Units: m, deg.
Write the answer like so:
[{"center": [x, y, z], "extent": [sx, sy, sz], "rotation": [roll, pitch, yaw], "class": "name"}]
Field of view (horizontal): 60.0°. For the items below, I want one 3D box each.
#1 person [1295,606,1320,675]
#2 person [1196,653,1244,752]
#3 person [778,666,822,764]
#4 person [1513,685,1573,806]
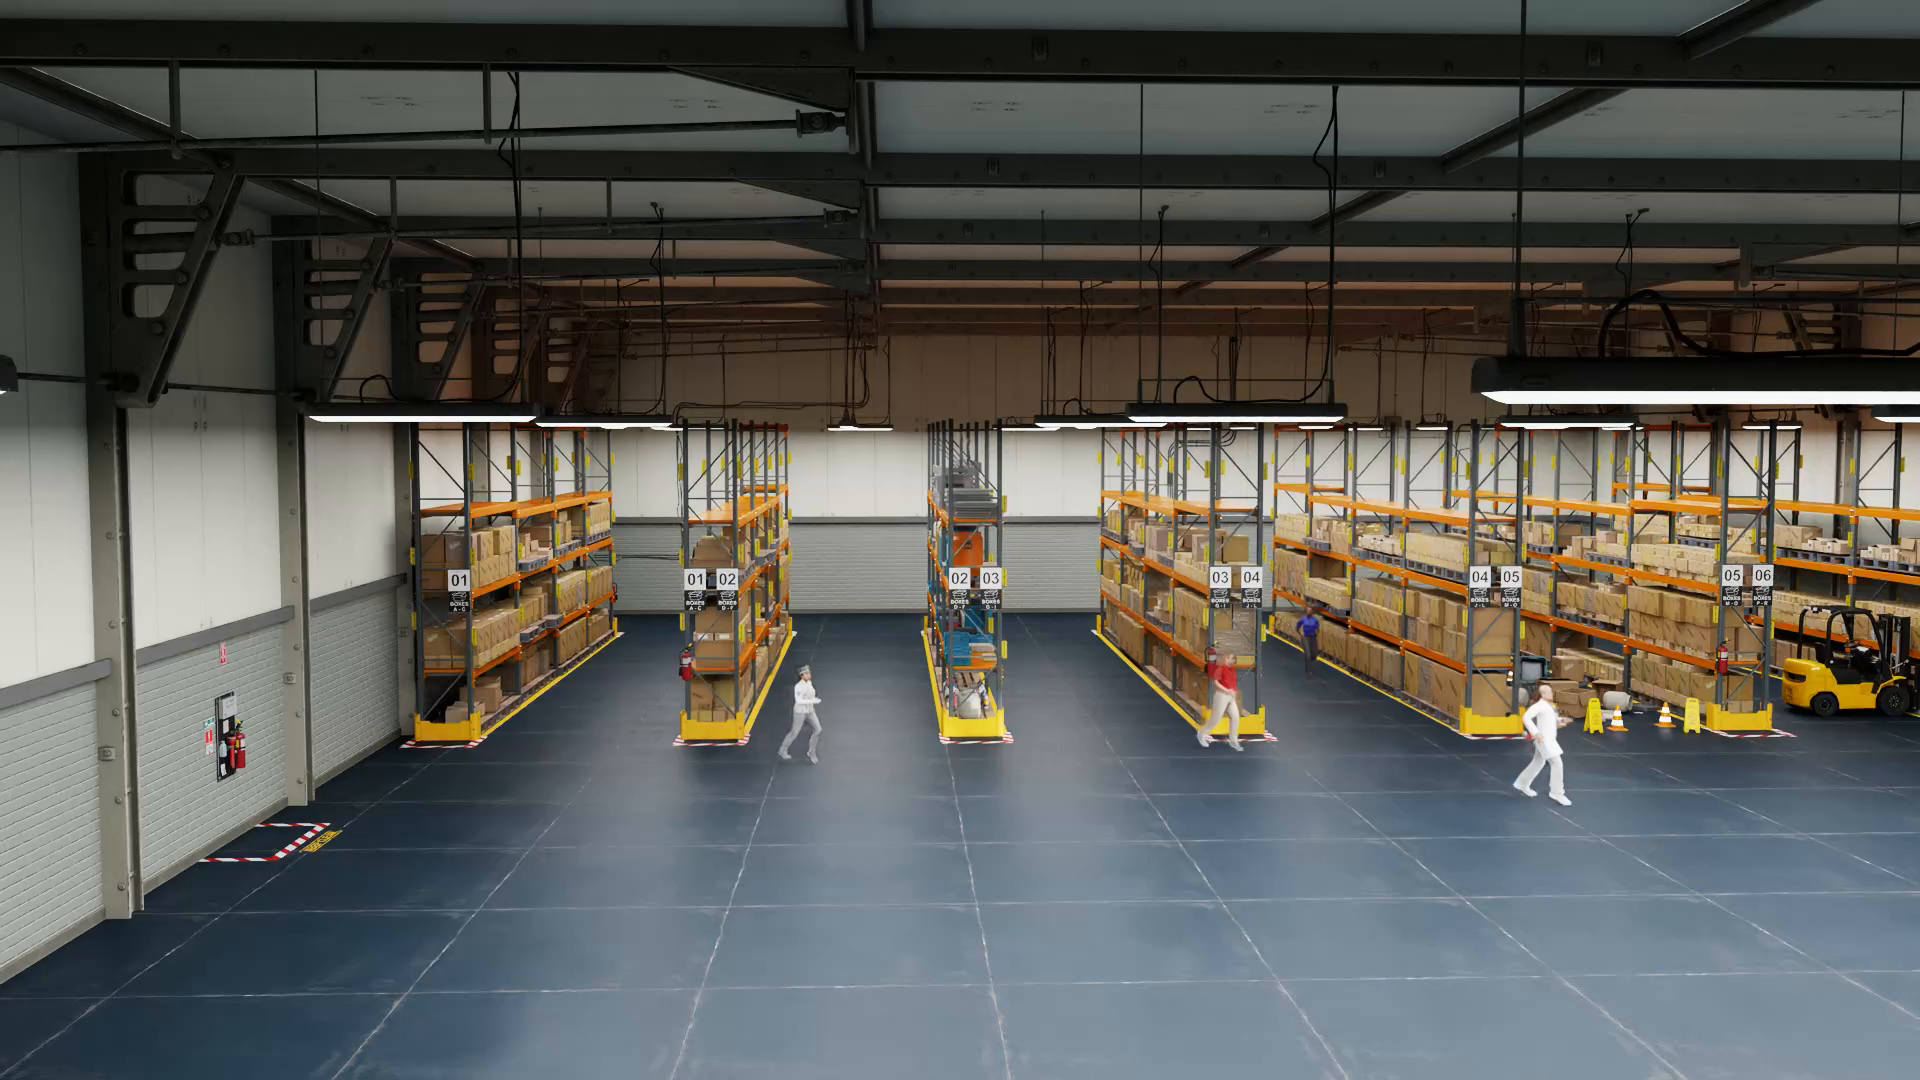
[{"center": [8.292, 2.383, 39.598], "extent": [0.580, 1.607, 0.658], "rotation": [0, 4, -3], "class": "person"}, {"center": [4.839, 2.922, 30.289], "extent": [0.895, 1.751, 0.718], "rotation": [3, 5, 42], "class": "person"}, {"center": [-2.732, 3.027, 28.931], "extent": [0.866, 1.729, 0.622], "rotation": [2, 4, 32], "class": "person"}, {"center": [9.066, 3.167, 25.835], "extent": [0.908, 1.836, 0.677], "rotation": [2, 4, 26], "class": "person"}]
